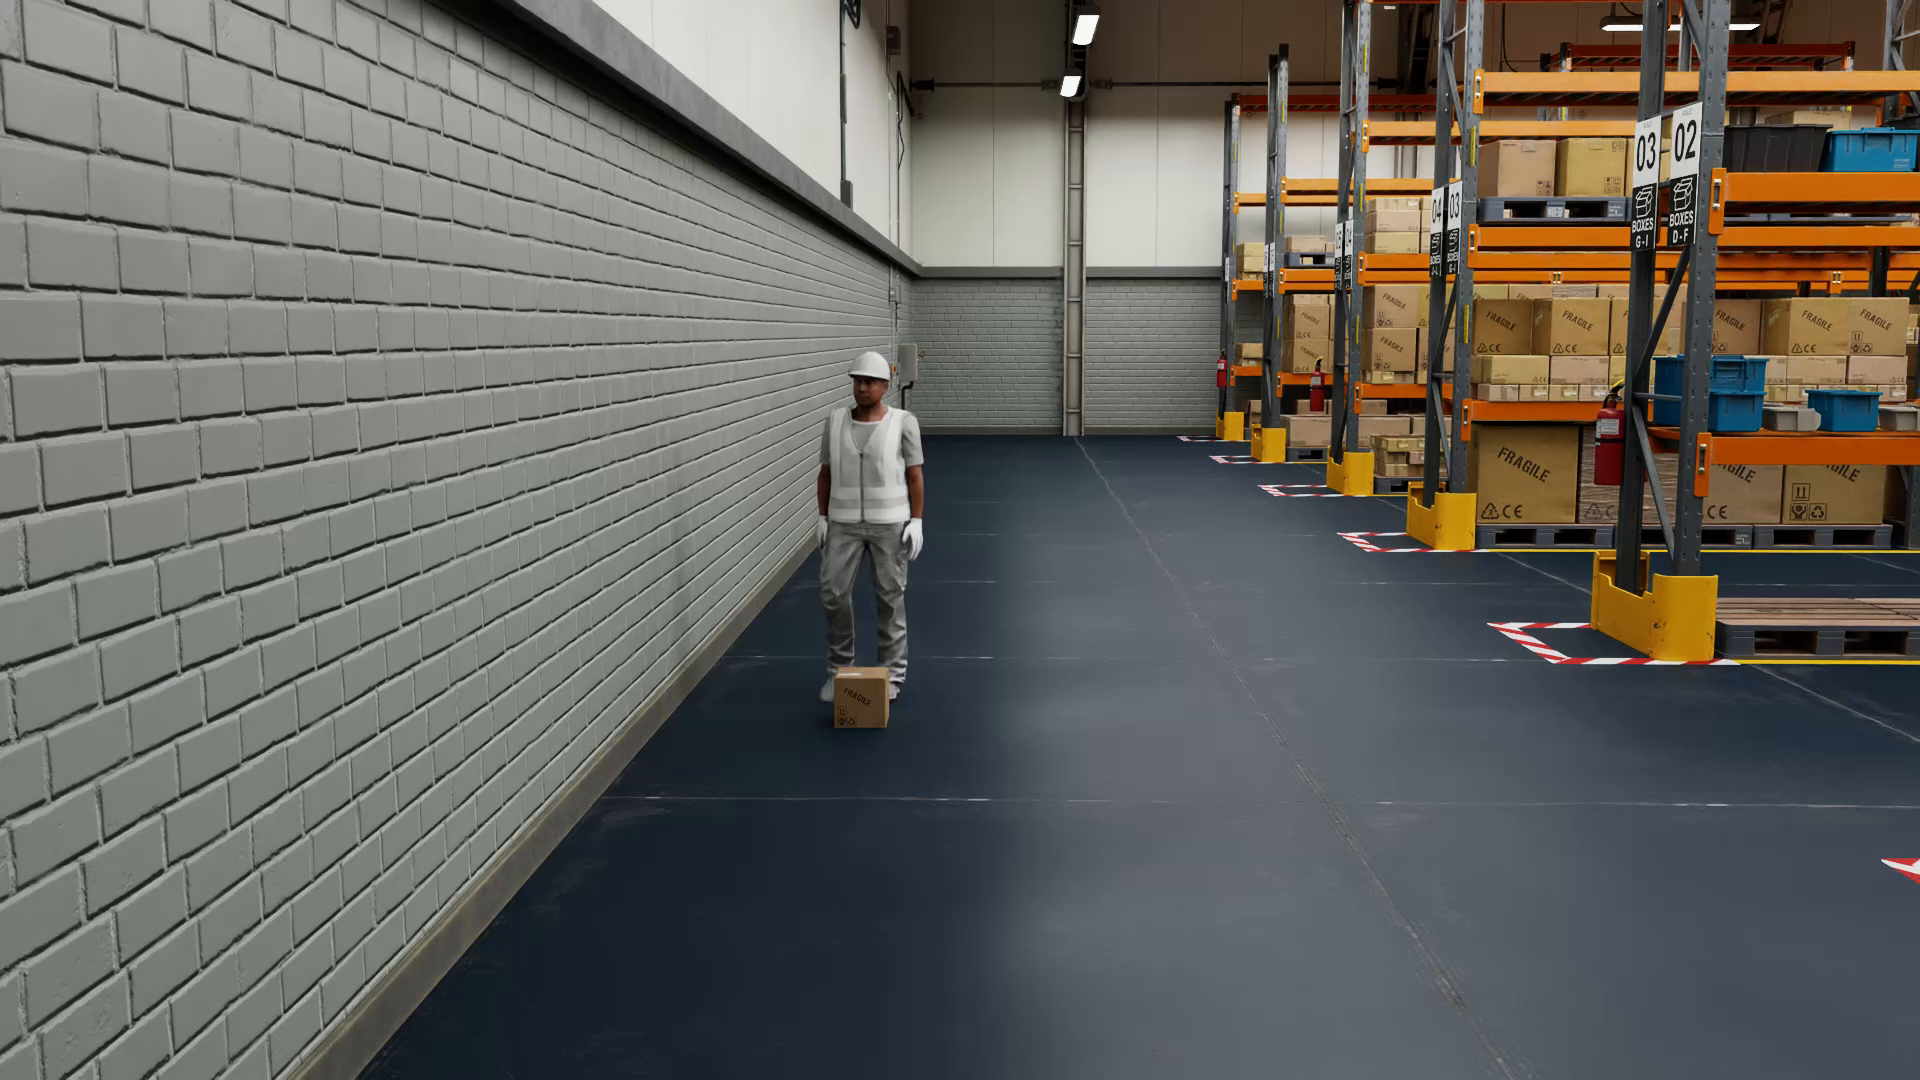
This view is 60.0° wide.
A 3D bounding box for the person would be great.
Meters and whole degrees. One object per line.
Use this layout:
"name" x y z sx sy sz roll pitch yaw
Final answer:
"person" -0.468 -0.050 8.550 0.570 1.827 0.383 1 7 8
